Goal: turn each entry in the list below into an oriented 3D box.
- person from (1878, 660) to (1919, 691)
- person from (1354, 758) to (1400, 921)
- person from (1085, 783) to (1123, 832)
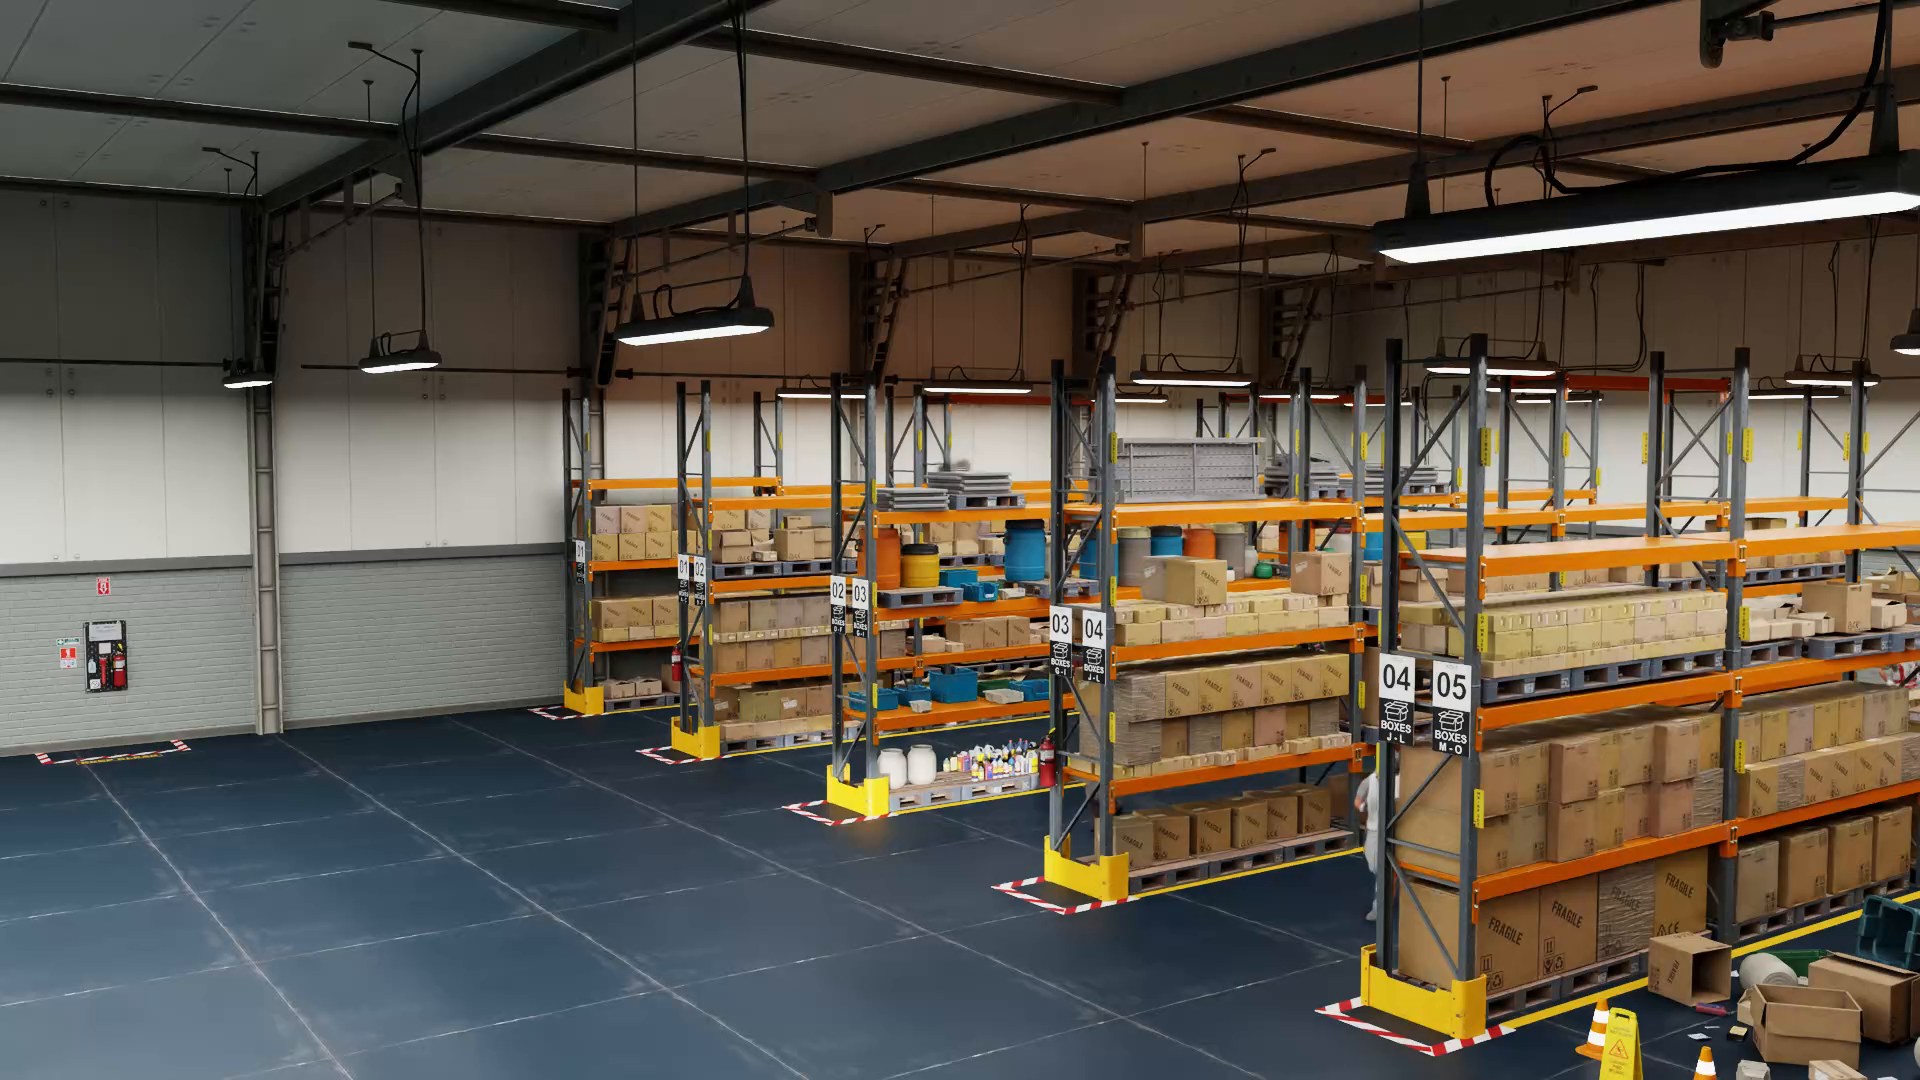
[{"bbox_3d":[15.862,2.498,27.949,0.722,1.719,1.023,-1,4,-16],"label":"person"},{"bbox_3d":[4.553,3.115,17.803,0.668,1.770,0.908,3,5,36],"label":"person"},{"bbox_3d":[1.777,2.957,21.451,0.669,1.687,0.568,4,5,45],"label":"person"}]
